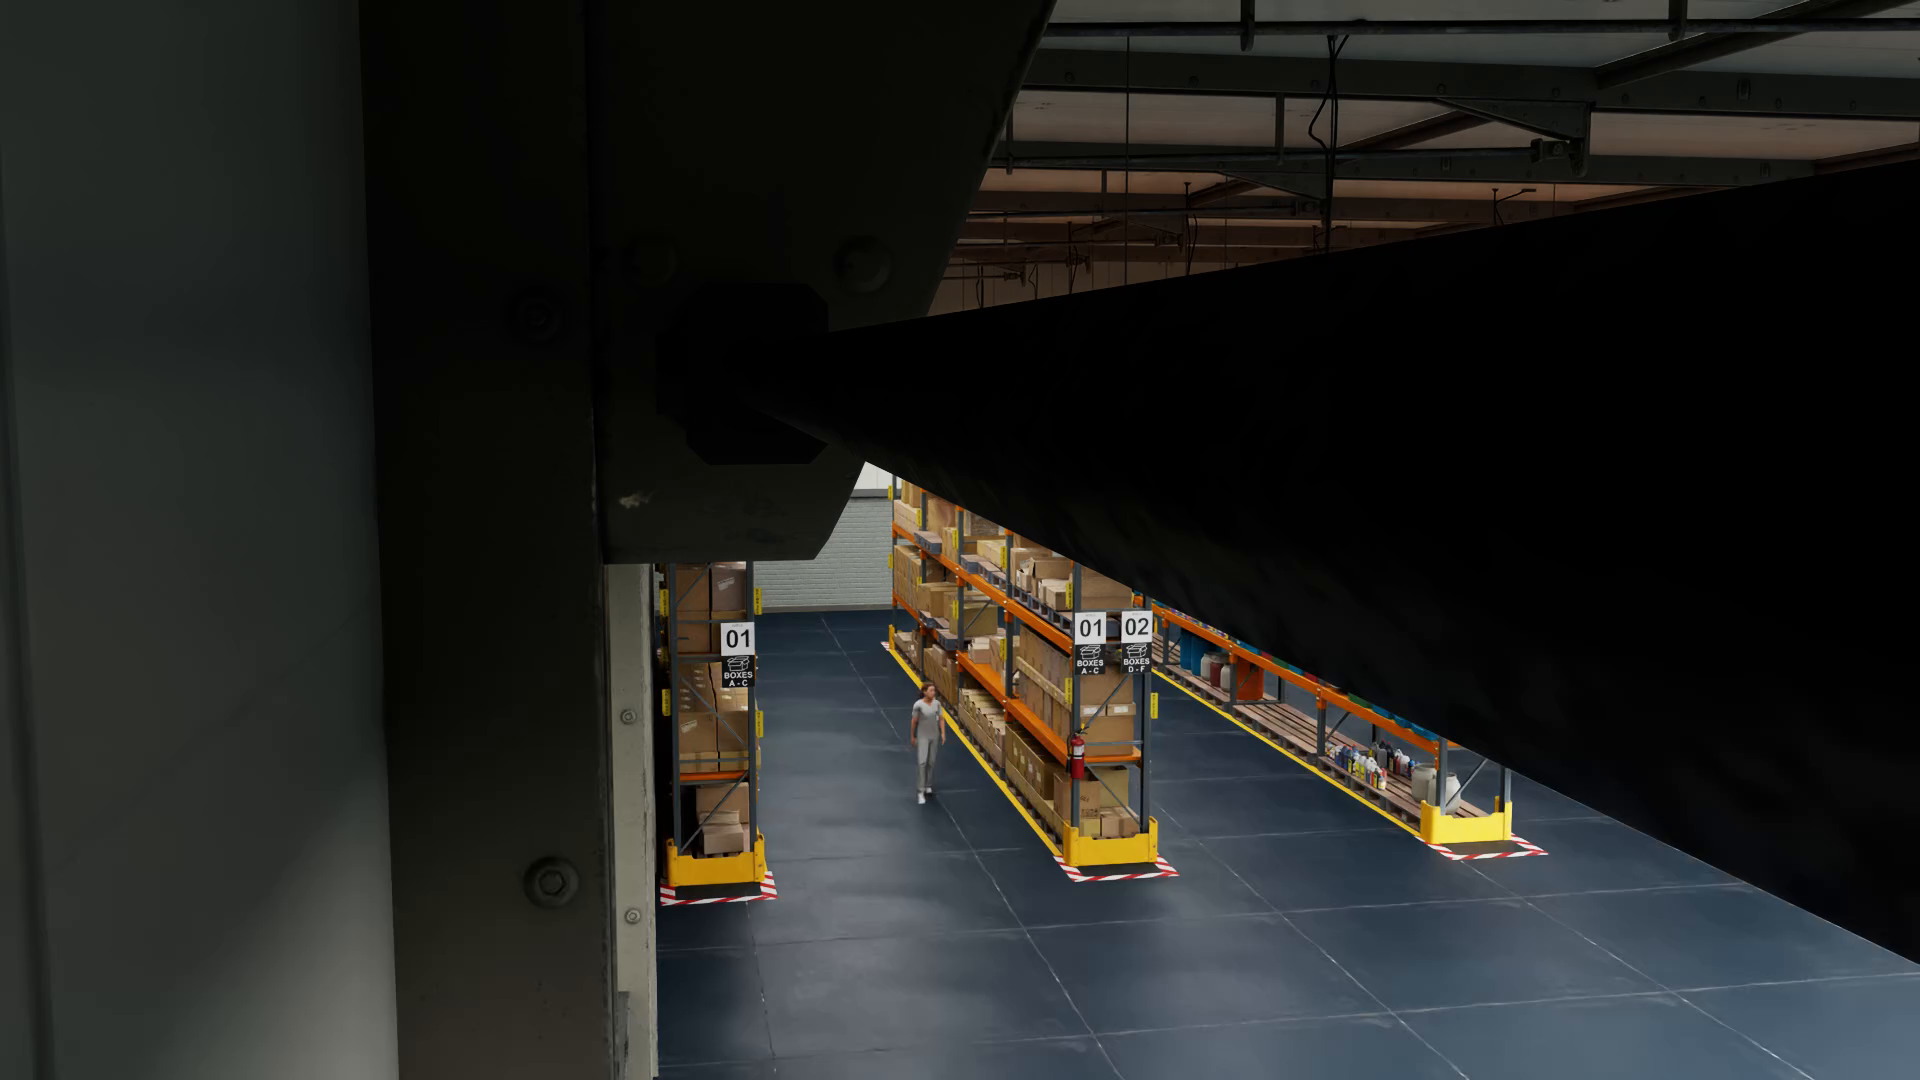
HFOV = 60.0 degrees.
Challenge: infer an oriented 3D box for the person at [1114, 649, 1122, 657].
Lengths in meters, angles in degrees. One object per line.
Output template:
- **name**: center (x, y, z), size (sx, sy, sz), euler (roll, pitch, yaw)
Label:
- **person**: center (3.361, 1.640, 35.301), size (0.467, 1.766, 0.616), euler (5, 8, 42)

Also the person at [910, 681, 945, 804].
- **person**: center (-0.473, 2.897, 24.087), size (0.559, 1.677, 0.675), euler (-4, 7, -30)

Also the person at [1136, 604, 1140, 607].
- **person**: center (4.842, 0.978, 42.298), size (0.941, 1.550, 0.475), euler (2, 6, 15)
